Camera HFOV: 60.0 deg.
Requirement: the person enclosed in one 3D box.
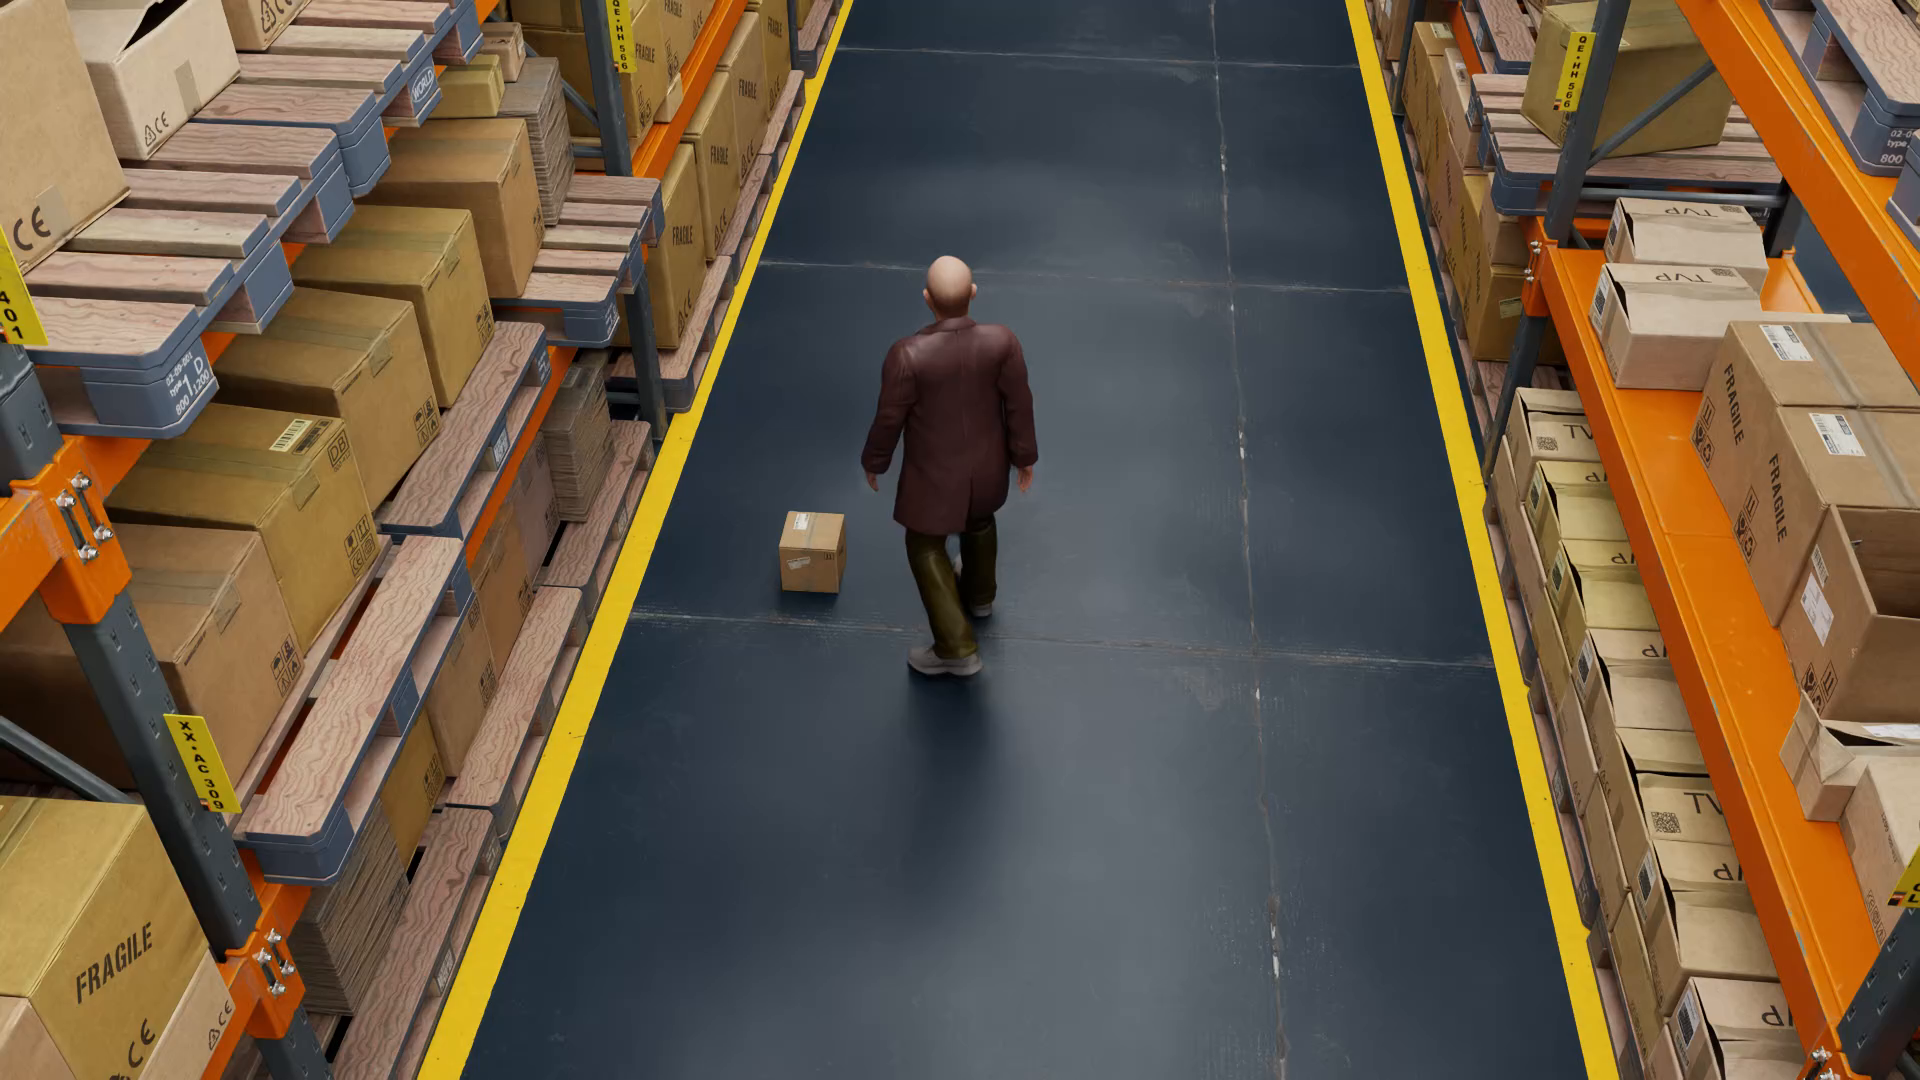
[{"bbox_3d":[-0.032,-0.290,6.523,0.684,1.760,0.809,-13,41,-15],"label":"person"}]
